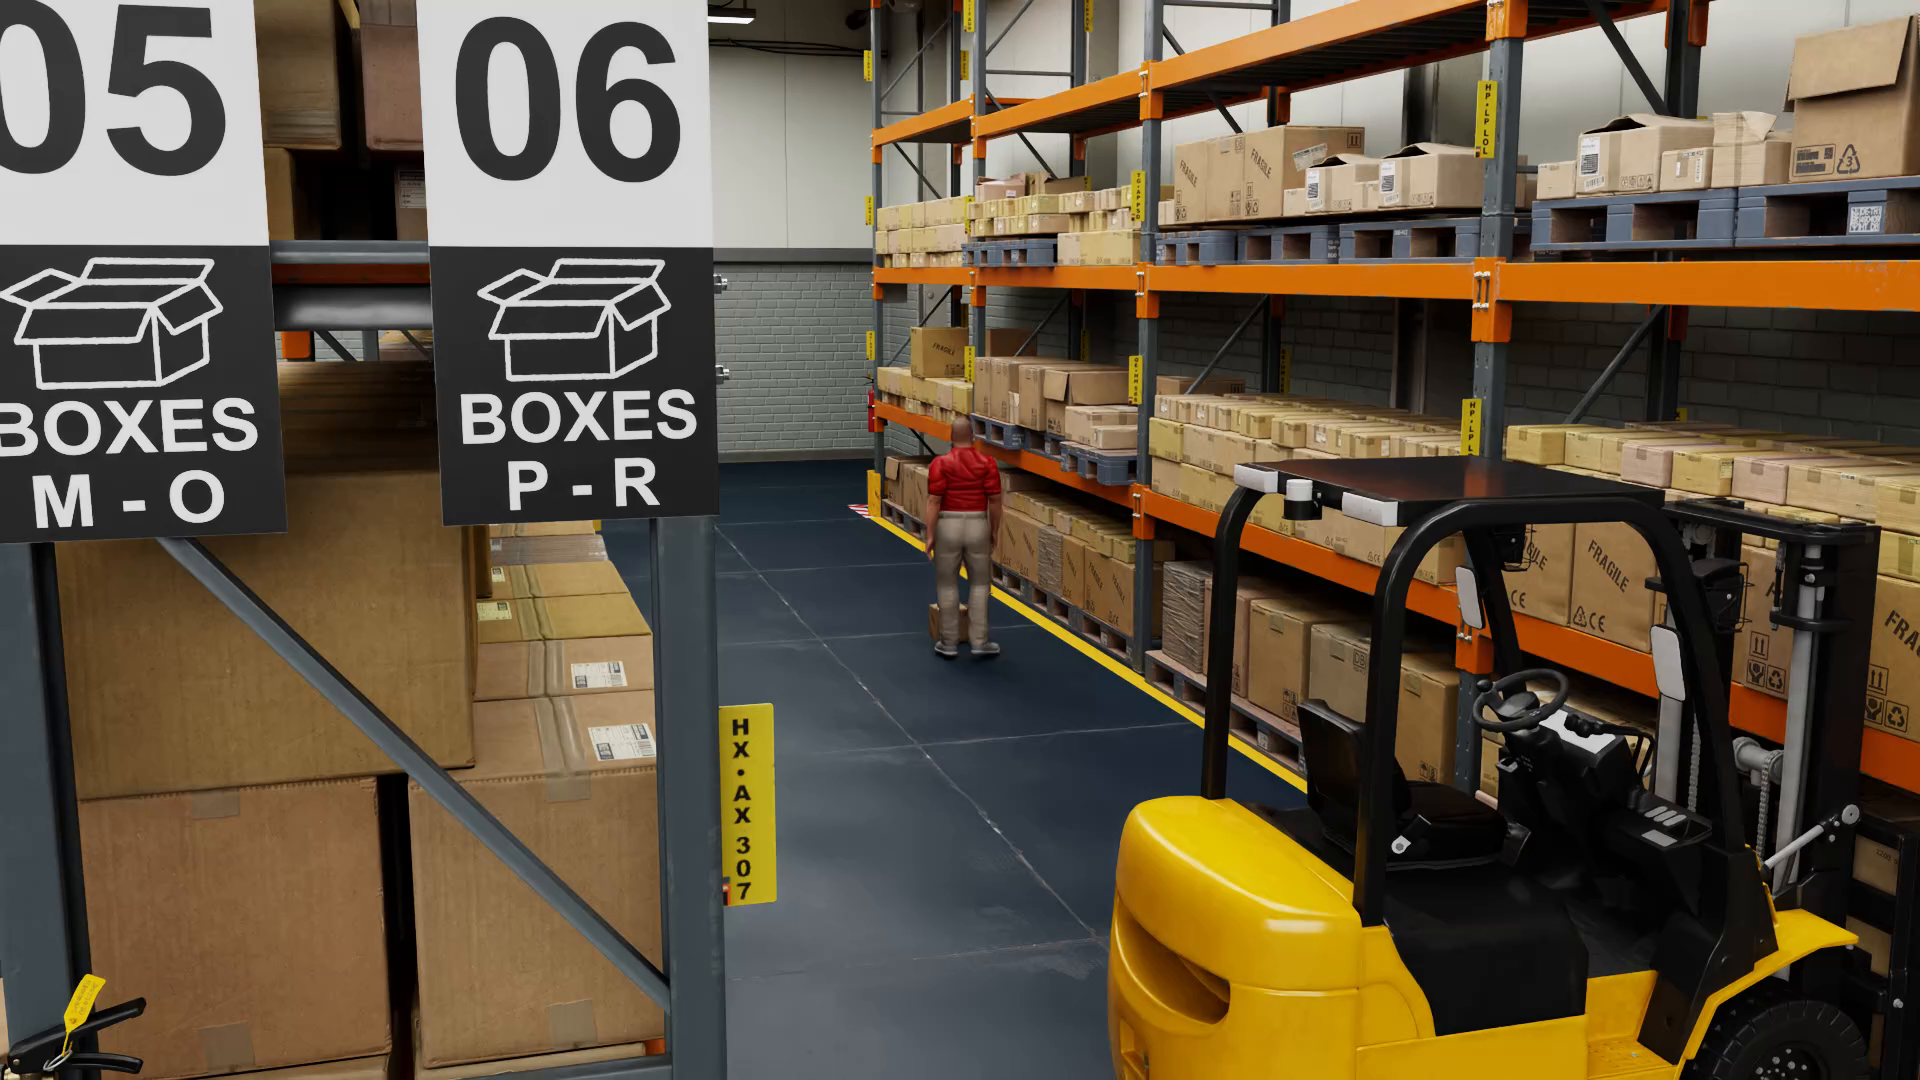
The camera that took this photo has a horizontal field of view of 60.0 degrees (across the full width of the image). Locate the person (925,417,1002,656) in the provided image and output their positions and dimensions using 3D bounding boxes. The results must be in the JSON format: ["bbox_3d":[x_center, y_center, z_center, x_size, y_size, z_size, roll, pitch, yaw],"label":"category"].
[{"bbox_3d":[0.022,-0.022,11.965,0.556,1.727,0.417,-1,9,-8],"label":"person"}]
